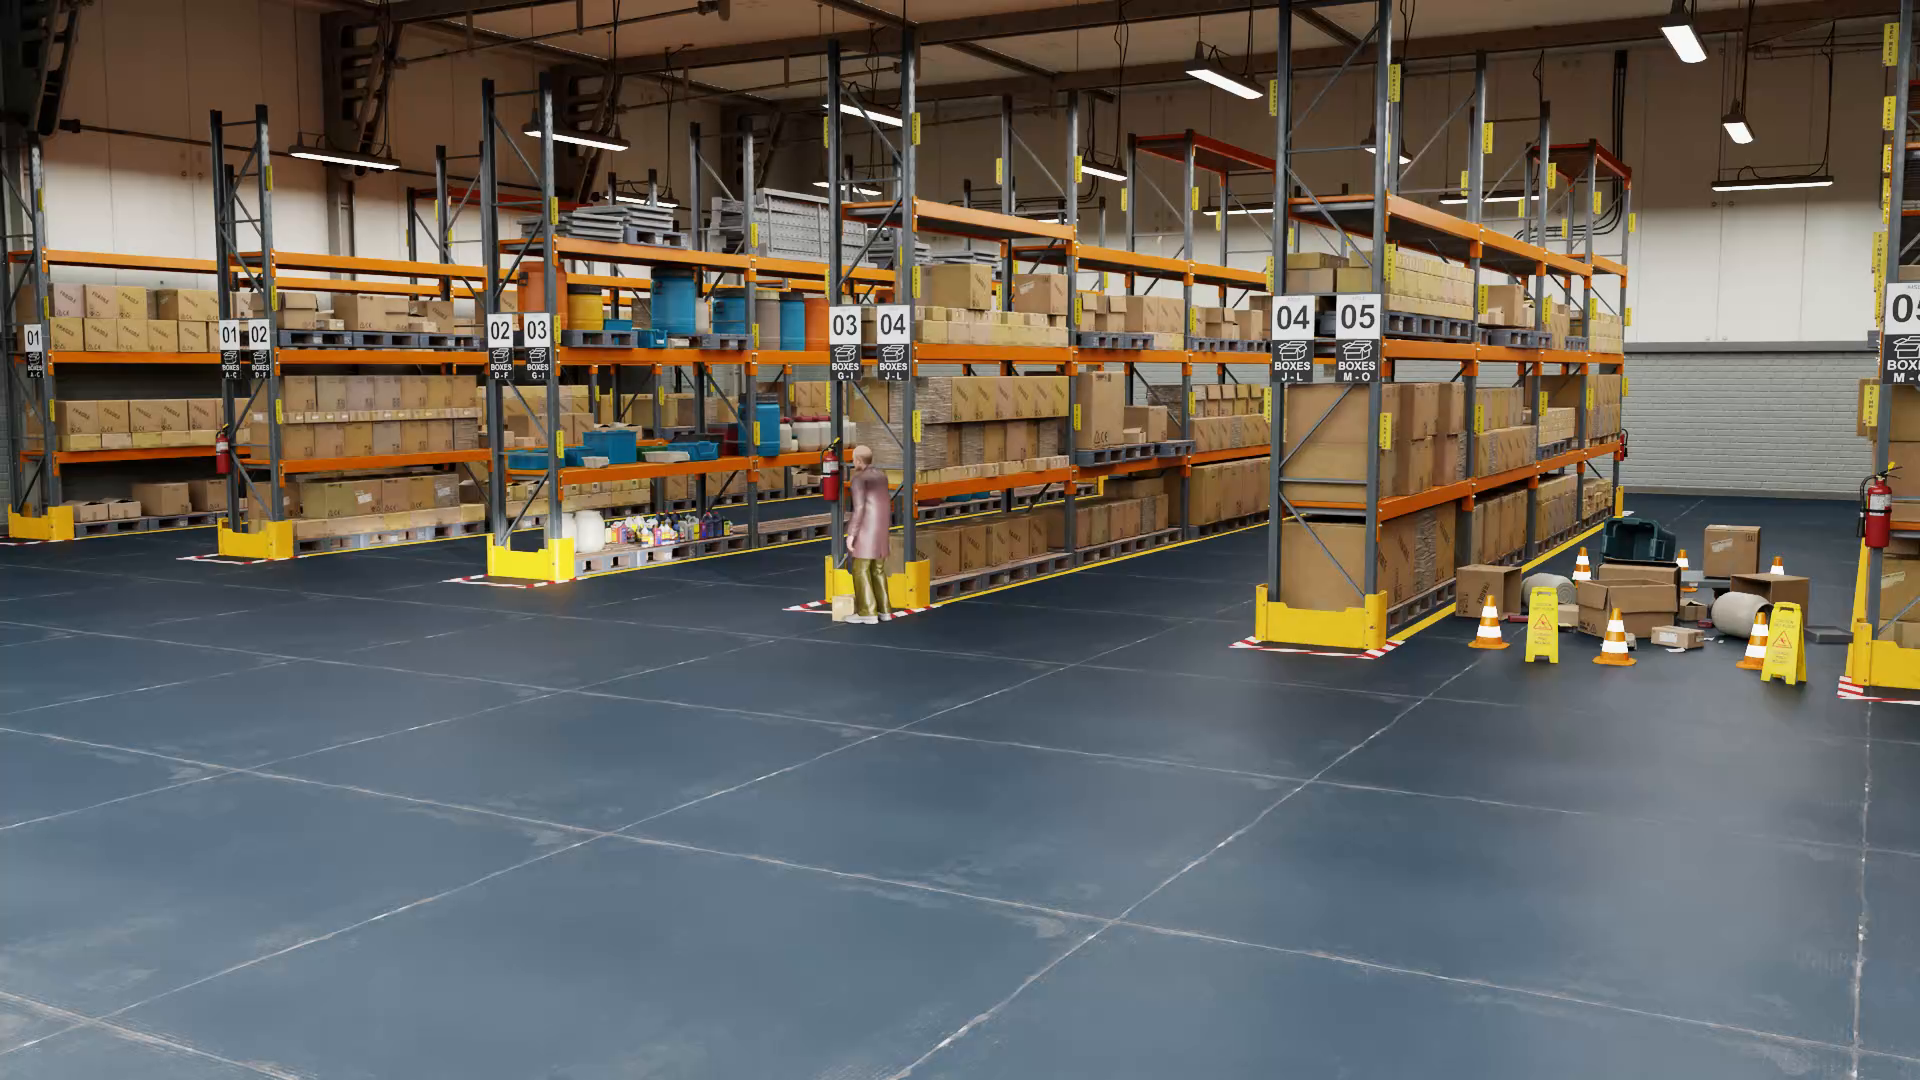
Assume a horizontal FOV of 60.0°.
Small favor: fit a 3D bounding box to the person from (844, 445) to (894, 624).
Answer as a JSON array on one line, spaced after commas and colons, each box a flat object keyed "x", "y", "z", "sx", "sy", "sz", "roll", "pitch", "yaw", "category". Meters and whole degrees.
[{"x": -0.911, "y": -0.060, "z": 16.649, "sx": 0.421, "sy": 1.774, "sz": 0.643, "roll": 4, "pitch": 7, "yaw": 33, "category": "person"}]
